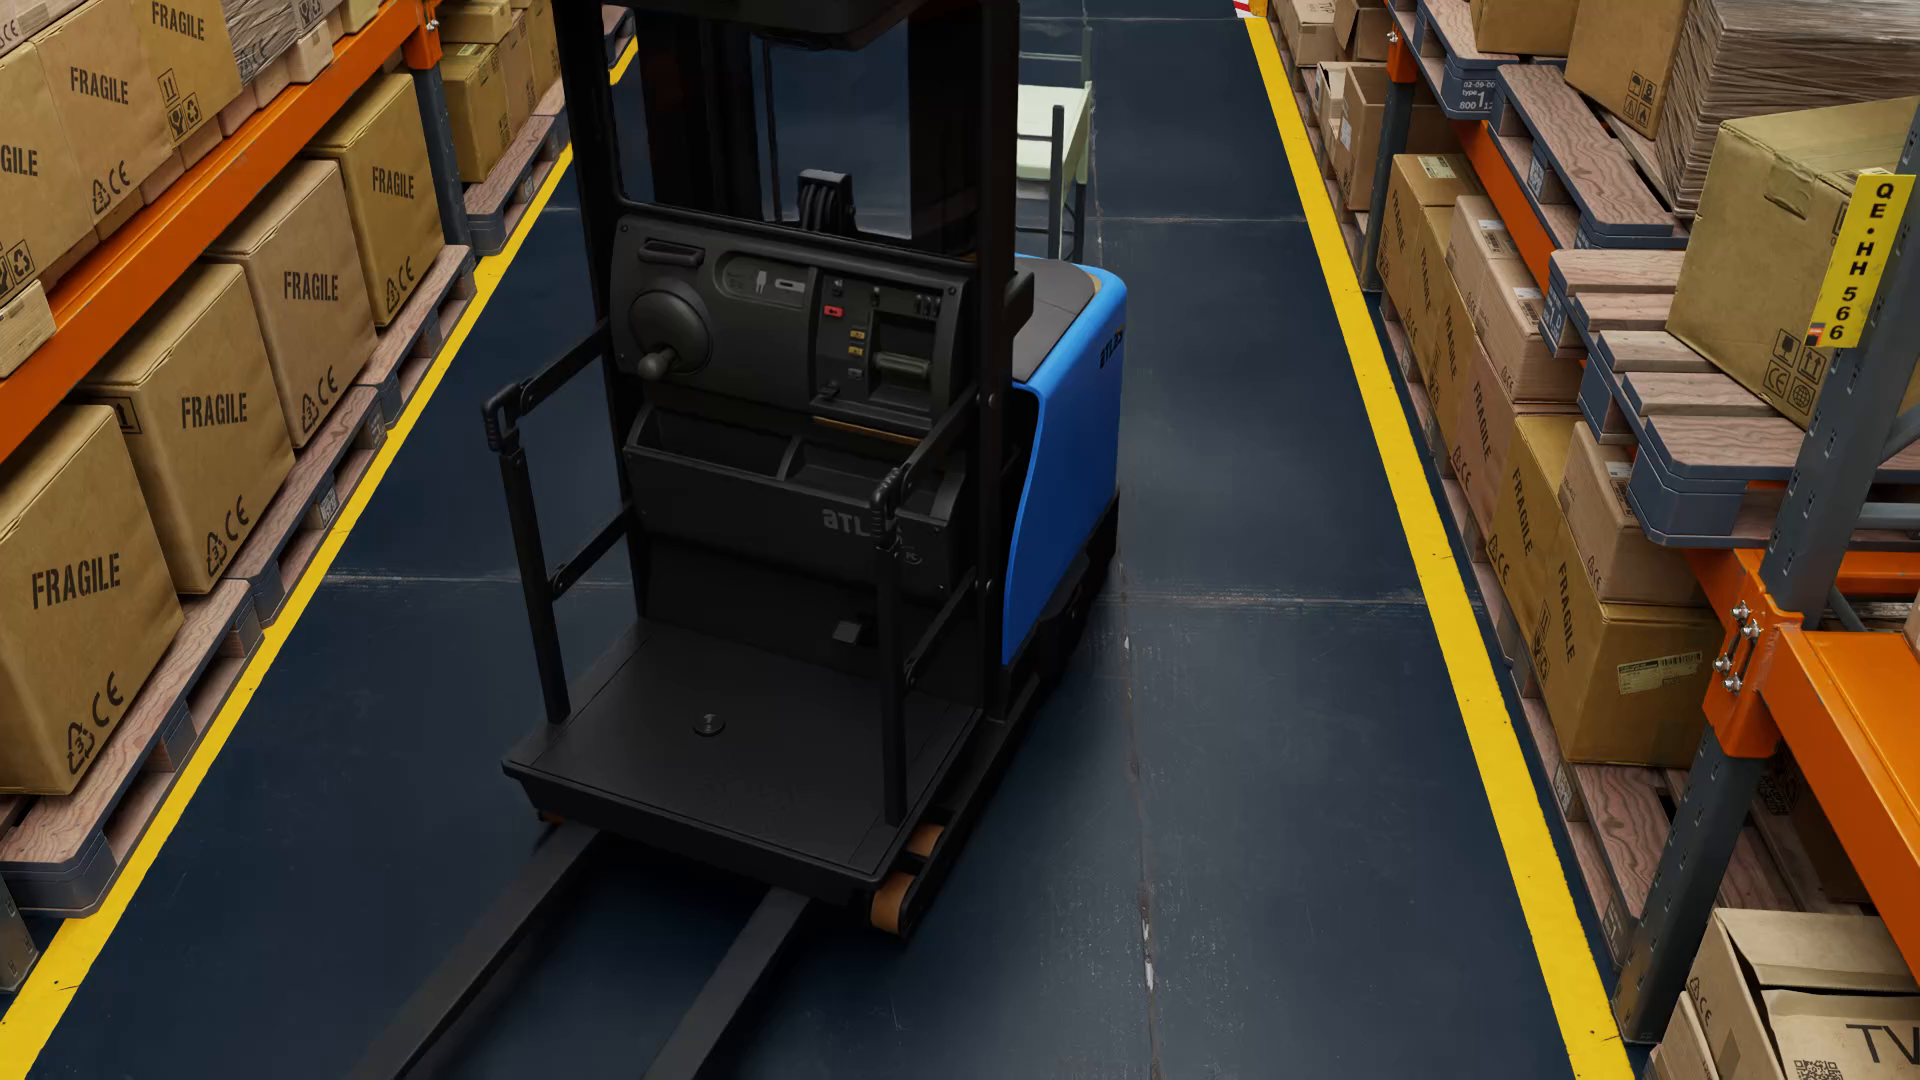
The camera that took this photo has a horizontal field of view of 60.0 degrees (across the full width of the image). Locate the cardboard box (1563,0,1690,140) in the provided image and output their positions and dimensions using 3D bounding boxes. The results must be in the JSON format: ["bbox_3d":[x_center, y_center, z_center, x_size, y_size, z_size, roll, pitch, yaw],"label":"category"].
[{"bbox_3d":[2.255,-1.525,4.860,0.700,0.500,0.500,-7,36,-10],"label":"cardboard box"}]

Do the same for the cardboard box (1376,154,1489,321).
[{"bbox_3d":[2.002,-1.214,6.660,0.500,0.500,0.500,0,35,0],"label":"cardboard box"}]

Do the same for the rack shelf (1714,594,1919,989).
[{"bbox_3d":[2.023,1.412,1.757,1.077,0.370,4.000,1,35,2],"label":"rack shelf"}]

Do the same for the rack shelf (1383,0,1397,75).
[{"bbox_3d":[2.345,-3.184,8.297,1.077,0.370,4.000,1,35,2],"label":"rack shelf"}]

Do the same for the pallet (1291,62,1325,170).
[{"bbox_3d":[2.339,-2.285,8.819,1.003,0.211,1.213,1,35,2],"label":"pallet"}]

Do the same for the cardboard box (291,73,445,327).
[{"bbox_3d":[-2.582,-1.357,6.577,0.750,0.750,0.750,2,35,2],"label":"cardboard box"}]

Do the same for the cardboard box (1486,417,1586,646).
[{"bbox_3d":[1.928,-0.028,4.973,0.500,0.500,0.500,0,35,0],"label":"cardboard box"}]

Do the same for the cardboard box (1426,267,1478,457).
[{"bbox_3d":[1.964,-0.620,5.815,0.500,0.500,0.500,2,35,2],"label":"cardboard box"}]

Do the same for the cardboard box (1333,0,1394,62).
[{"bbox_3d":[2.335,-2.567,8.583,0.797,0.503,0.637,1,35,2],"label":"cardboard box"}]

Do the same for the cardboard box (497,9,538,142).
[{"bbox_3d":[-2.529,-2.306,8.232,0.700,0.500,0.500,1,35,1],"label":"cardboard box"}]

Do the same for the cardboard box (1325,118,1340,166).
[{"bbox_3d":[1.959,-1.893,7.932,0.380,0.149,0.250,1,35,2],"label":"cardboard box"}]

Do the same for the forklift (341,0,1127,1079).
[{"bbox_3d":[-0.513,-0.461,3.857,1.130,2.935,3.031,14,37,18],"label":"forklift"}]

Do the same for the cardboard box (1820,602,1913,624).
[{"bbox_3d":[2.423,0.256,4.569,0.500,0.500,0.500,0,35,0],"label":"cardboard box"}]

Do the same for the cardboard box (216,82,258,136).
[{"bbox_3d":[-2.511,-1.417,5.359,0.380,0.149,0.250,0,35,1],"label":"cardboard box"}]

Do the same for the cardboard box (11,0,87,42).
[{"bbox_3d":[-2.533,-1.472,4.220,0.500,0.250,0.500,2,35,2],"label":"cardboard box"}]

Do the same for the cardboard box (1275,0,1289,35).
[{"bbox_3d":[2.100,-3.089,9.546,0.500,0.250,0.500,1,35,2],"label":"cardboard box"}]

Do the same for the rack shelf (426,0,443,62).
[{"bbox_3d":[-2.605,-3.296,8.457,1.077,0.370,4.000,1,35,2],"label":"rack shelf"}]

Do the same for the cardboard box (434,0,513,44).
[{"bbox_3d":[-2.357,-2.476,7.909,0.380,0.149,0.250,2,35,3],"label":"cardboard box"}]

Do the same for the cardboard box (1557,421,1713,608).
[{"bbox_3d":[1.905,-0.070,4.380,0.500,0.250,0.500,3,35,4],"label":"cardboard box"}]

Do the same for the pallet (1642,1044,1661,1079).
[{"bbox_3d":[2.032,1.582,3.315,1.003,0.211,1.213,1,35,2],"label":"pallet"}]

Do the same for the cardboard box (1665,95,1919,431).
[{"bbox_3d":[2.016,-0.608,3.554,0.700,0.500,0.500,-10,36,-14],"label":"cardboard box"}]

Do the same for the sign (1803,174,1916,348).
[{"bbox_3d":[1.561,-0.479,2.885,0.100,0.325,0.005,1,35,2],"label":"sign"}]

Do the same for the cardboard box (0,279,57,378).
[{"bbox_3d":[-2.487,-0.528,4.093,0.380,0.149,0.250,2,35,3],"label":"cardboard box"}]

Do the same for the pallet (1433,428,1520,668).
[{"bbox_3d":[2.223,-0.017,5.591,1.003,0.211,1.213,1,35,2],"label":"pallet"}]

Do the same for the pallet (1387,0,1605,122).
[{"bbox_3d":[2.123,-1.794,5.861,1.003,0.211,1.213,1,35,2],"label":"pallet"}]

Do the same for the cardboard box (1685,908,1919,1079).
[{"bbox_3d":[1.789,0.987,3.275,0.500,0.311,0.500,2,35,3],"label":"cardboard box"}]

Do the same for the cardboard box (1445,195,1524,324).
[{"bbox_3d":[1.961,-0.946,5.627,0.500,0.250,0.500,1,35,2],"label":"cardboard box"}]

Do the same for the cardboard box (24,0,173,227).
[{"bbox_3d":[-2.519,-1.173,4.447,0.500,0.500,0.500,1,35,2],"label":"cardboard box"}]

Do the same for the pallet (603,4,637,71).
[{"bbox_3d":[-2.479,-3.137,10.031,1.003,0.211,1.213,1,35,2],"label":"pallet"}]

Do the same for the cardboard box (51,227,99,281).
[{"bbox_3d":[-2.599,-0.824,4.515,0.380,0.149,0.250,2,35,3],"label":"cardboard box"}]

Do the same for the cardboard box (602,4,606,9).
[{"bbox_3d":[-2.453,-3.484,9.908,0.700,0.500,0.500,1,35,2],"label":"cardboard box"}]

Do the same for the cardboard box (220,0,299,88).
[{"bbox_3d":[-2.491,-1.759,5.282,0.500,0.500,0.500,1,35,2],"label":"cardboard box"}]

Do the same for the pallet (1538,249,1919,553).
[{"bbox_3d":[2.061,-0.344,3.797,1.213,0.211,1.003,1,35,2],"label":"pallet"}]

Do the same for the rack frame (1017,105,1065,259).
[{"bbox_3d":[0.116,-0.709,5.454,0.400,1.500,0.023,6,36,9],"label":"rack frame"}]

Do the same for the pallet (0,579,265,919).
[{"bbox_3d":[-2.739,0.546,4.789,1.003,0.211,1.213,1,35,2],"label":"pallet"}]

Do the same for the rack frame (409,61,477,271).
[{"bbox_3d":[-2.685,-2.441,6.615,1.000,3.000,0.127,1,35,2],"label":"rack frame"}]

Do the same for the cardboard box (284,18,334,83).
[{"bbox_3d":[-2.410,-1.700,5.761,0.380,0.149,0.250,1,35,2],"label":"cardboard box"}]

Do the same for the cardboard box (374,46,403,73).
[{"bbox_3d":[-2.757,-2.204,7.523,0.380,0.149,0.250,1,35,2],"label":"cardboard box"}]

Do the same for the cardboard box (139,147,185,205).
[{"bbox_3d":[-2.551,-1.114,4.927,0.380,0.149,0.250,2,35,2],"label":"cardboard box"}]

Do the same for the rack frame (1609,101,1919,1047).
[{"bbox_3d":[2.104,-0.031,3.185,1.000,3.000,0.127,1,35,2],"label":"rack frame"}]

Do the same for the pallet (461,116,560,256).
[{"bbox_3d":[-2.577,-1.736,8.036,1.003,0.211,1.213,1,35,2],"label":"pallet"}]

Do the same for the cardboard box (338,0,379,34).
[{"bbox_3d":[-2.403,-2.000,6.189,0.380,0.149,0.250,2,35,3],"label":"cardboard box"}]

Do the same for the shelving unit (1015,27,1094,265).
[{"bbox_3d":[0.183,-0.916,5.749,0.431,1.500,0.755,6,36,9],"label":"shelving unit"}]

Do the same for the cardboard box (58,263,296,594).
[{"bbox_3d":[-2.644,-0.358,5.155,0.750,0.750,0.750,1,35,2],"label":"cardboard box"}]
